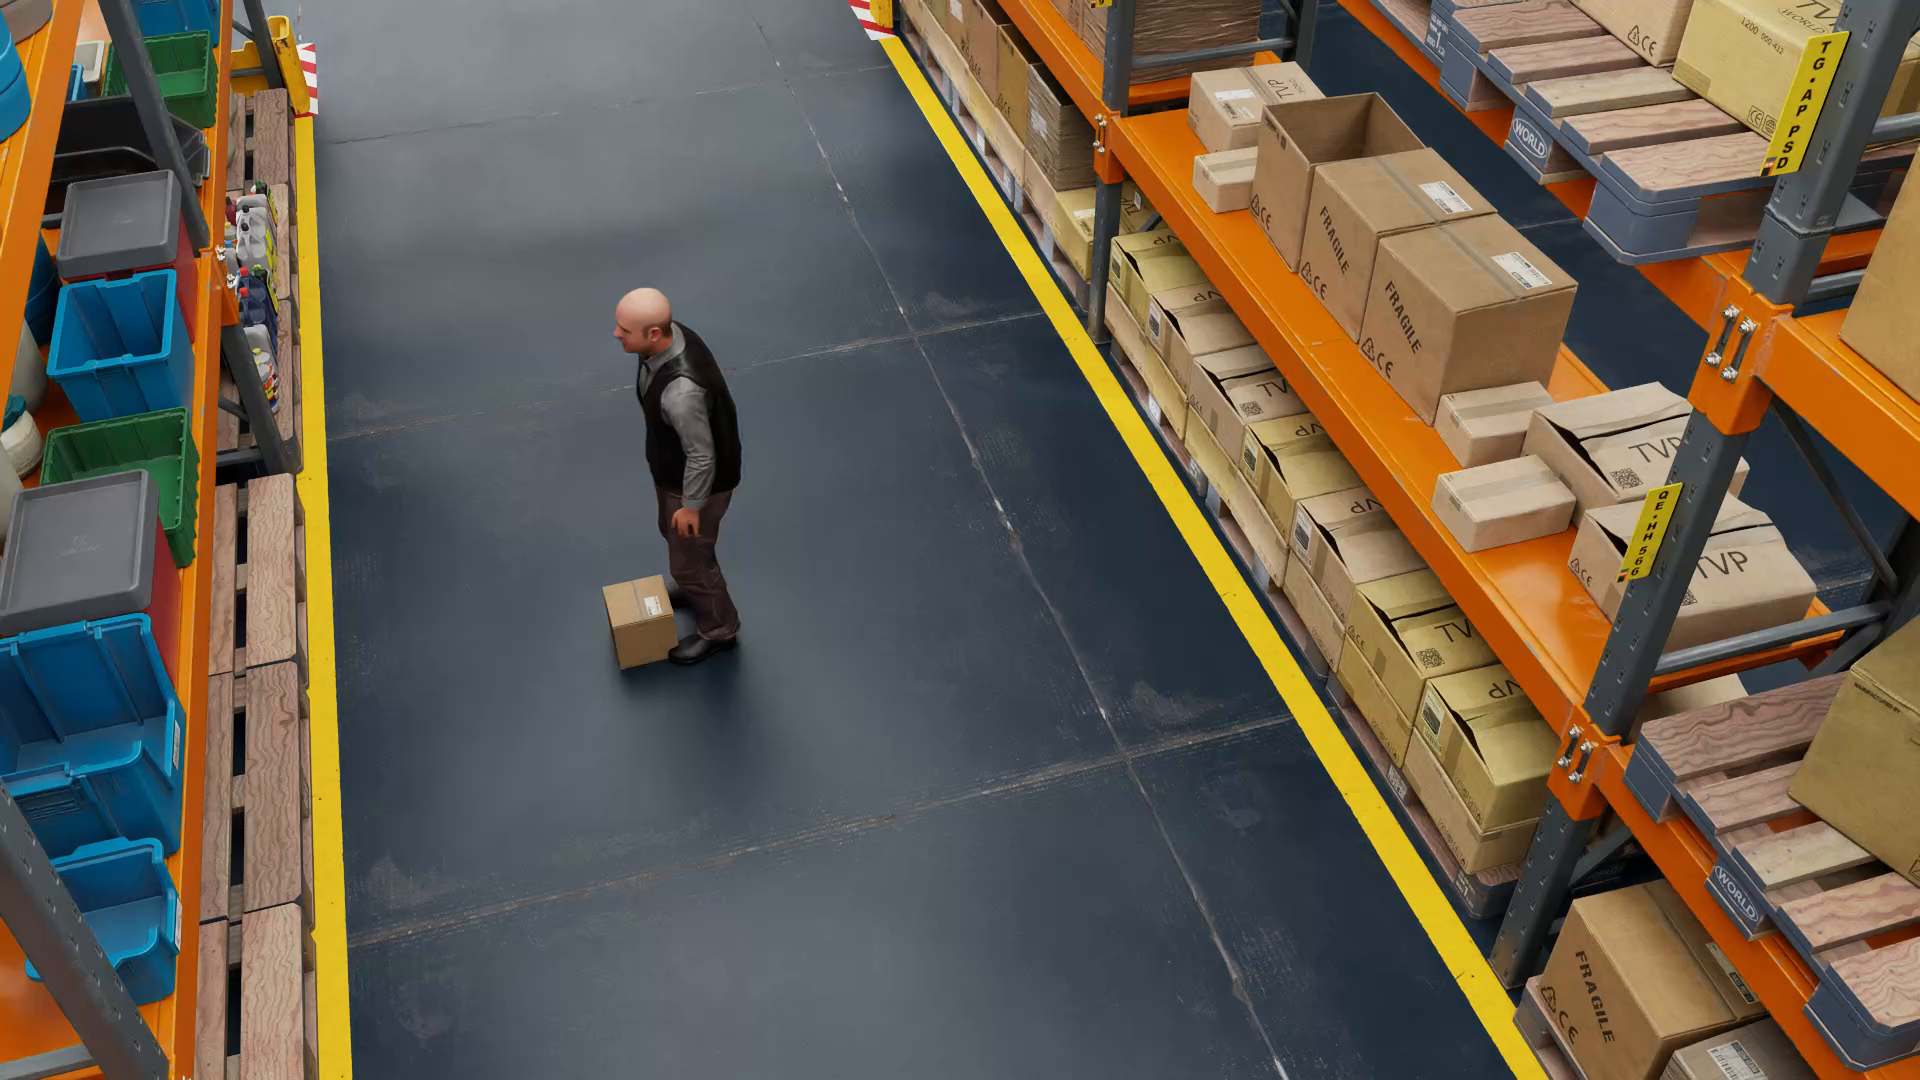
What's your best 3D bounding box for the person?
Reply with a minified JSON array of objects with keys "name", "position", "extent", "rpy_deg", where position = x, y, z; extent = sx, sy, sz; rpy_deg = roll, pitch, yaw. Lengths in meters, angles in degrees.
[{"name":"person","position":[-1.057,-0.264,6.470],"extent":[0.416,1.722,0.590],"rpy_deg":[-13,44,-15]}]
